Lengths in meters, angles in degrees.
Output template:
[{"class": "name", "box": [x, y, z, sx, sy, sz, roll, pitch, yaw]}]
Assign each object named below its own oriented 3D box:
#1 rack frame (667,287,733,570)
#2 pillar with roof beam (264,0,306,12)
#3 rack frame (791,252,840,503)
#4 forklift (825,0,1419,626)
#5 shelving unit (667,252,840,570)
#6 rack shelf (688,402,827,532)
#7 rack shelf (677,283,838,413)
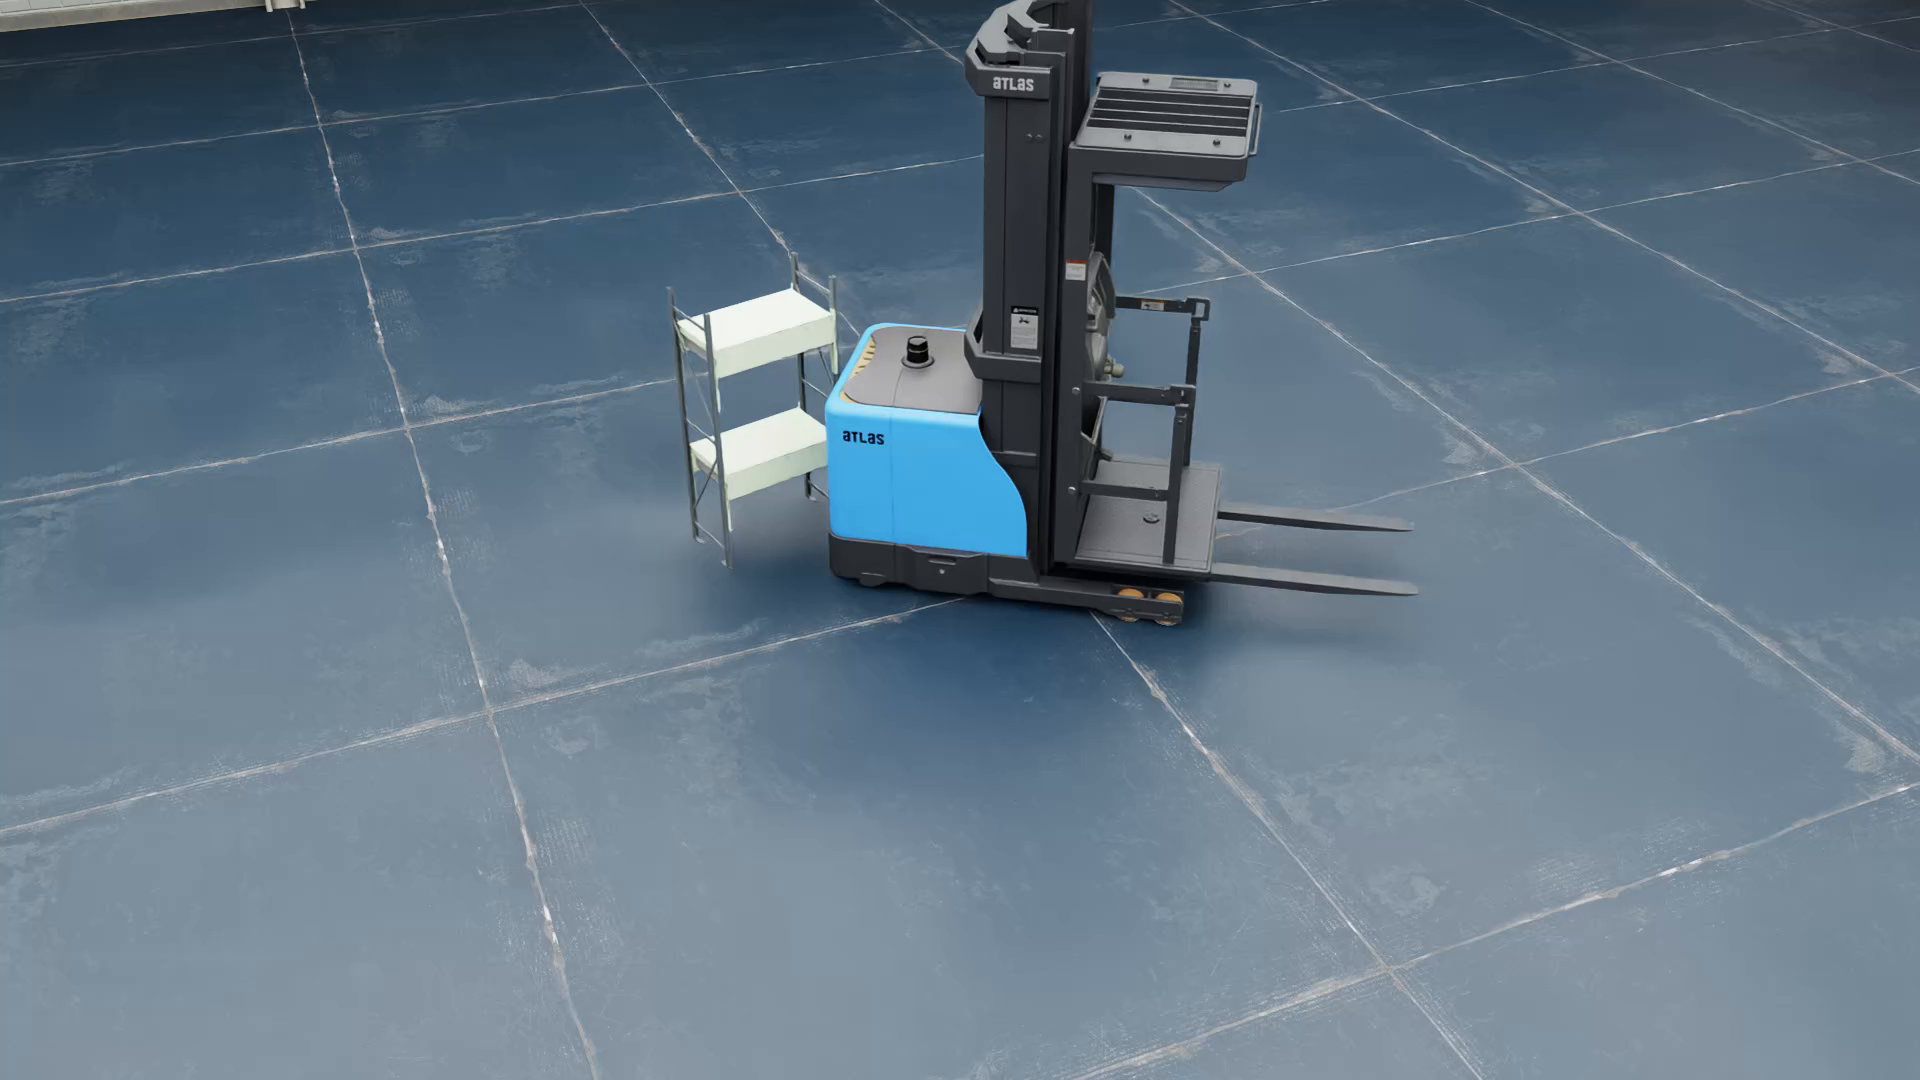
[{"class": "rack frame", "box": [-1.347, -0.558, 8.650, 0.023, 1.500, 0.400, -22, 39, -30]}, {"class": "pillar with roof beam", "box": [-5.674, -7.416, 12.314, 0.400, 9.000, 9.100, -13, 35, -19]}, {"class": "rack frame", "box": [-0.761, -0.797, 9.017, 0.023, 1.500, 0.400, -22, 39, -30]}, {"class": "forklift", "box": [0.879, -1.107, 8.182, 3.031, 2.935, 1.130, 6, 34, 9]}, {"class": "shelving unit", "box": [-1.054, -0.677, 8.834, 0.755, 1.500, 0.431, -22, 39, -30]}, {"class": "rack shelf", "box": [-1.054, -0.404, 9.011, 0.720, 0.370, 0.431, -22, 39, -30]}, {"class": "rack shelf", "box": [-1.054, -1.004, 8.621, 0.720, 0.370, 0.431, -22, 39, -30]}]
